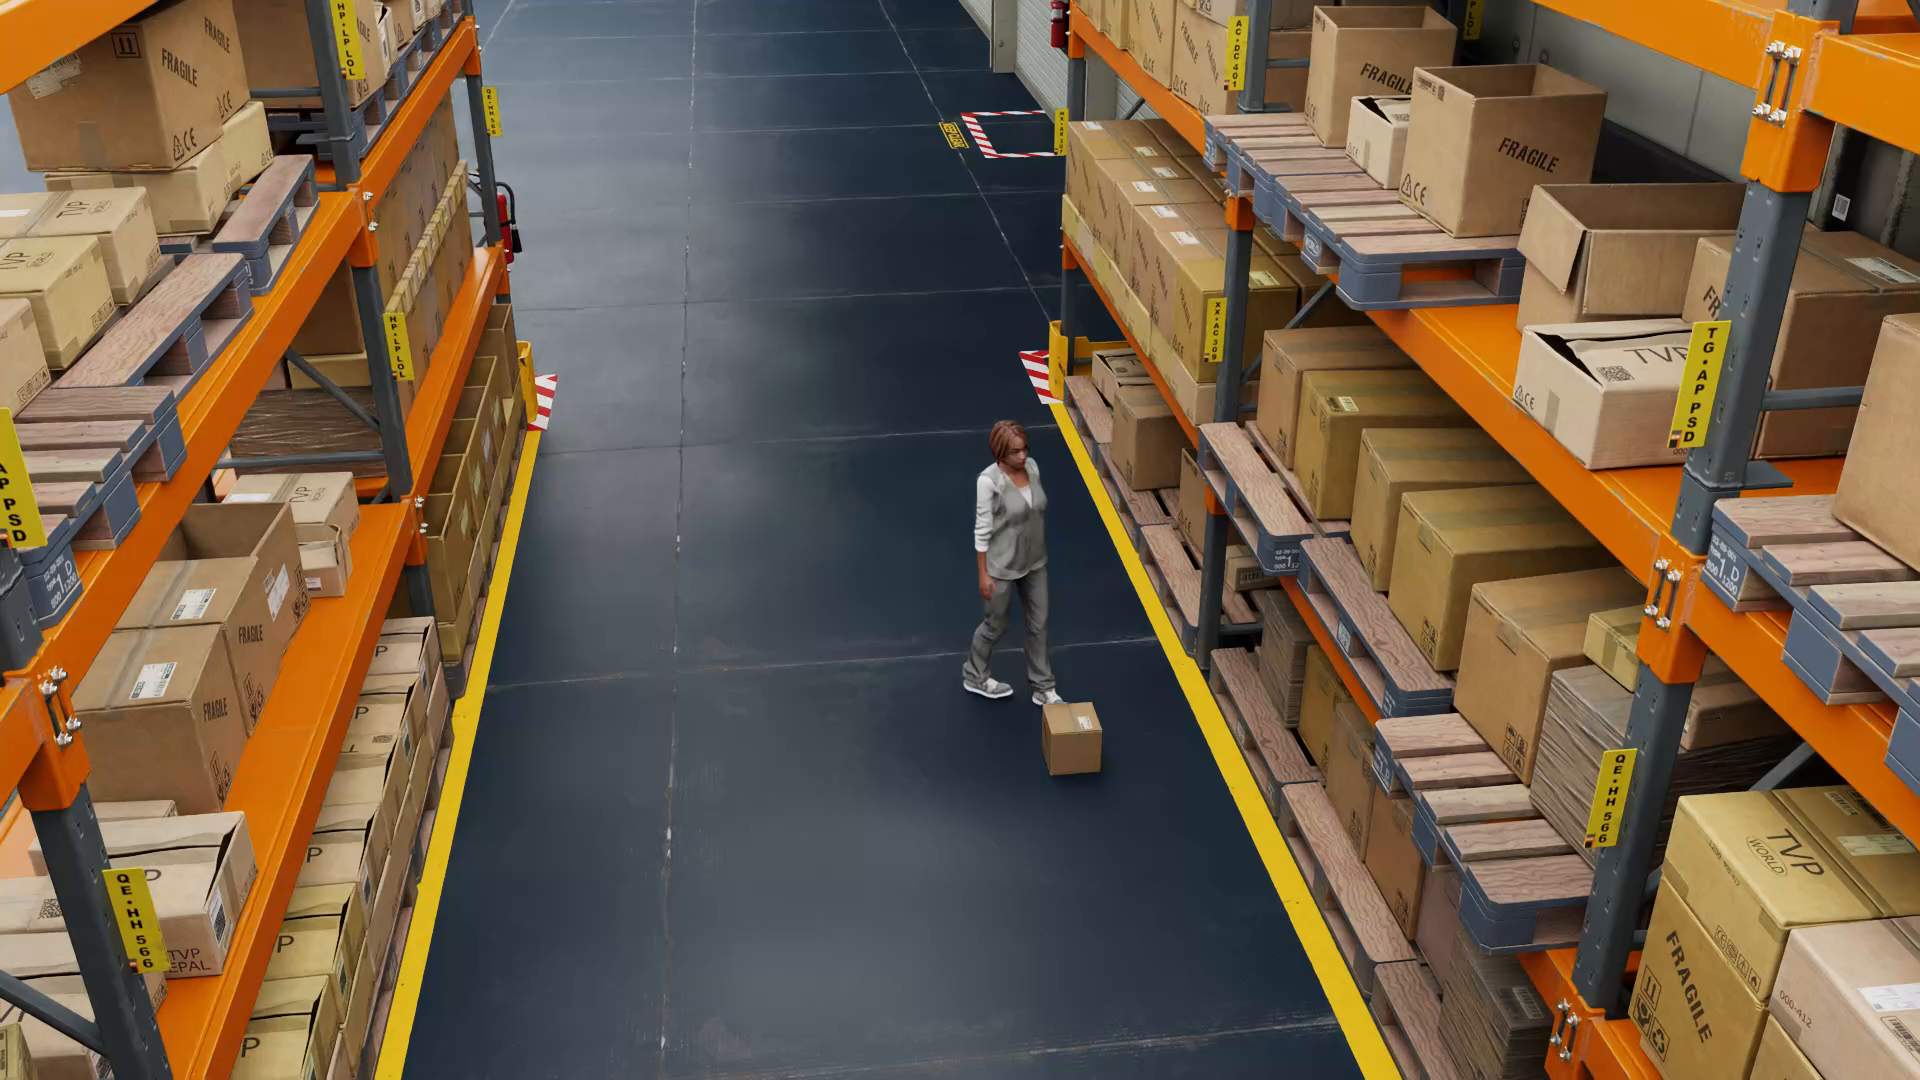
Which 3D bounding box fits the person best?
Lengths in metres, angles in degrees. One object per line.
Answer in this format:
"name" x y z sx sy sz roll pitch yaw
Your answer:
"person" 0.297 0.145 8.335 0.426 1.591 0.599 -21 34 -35
